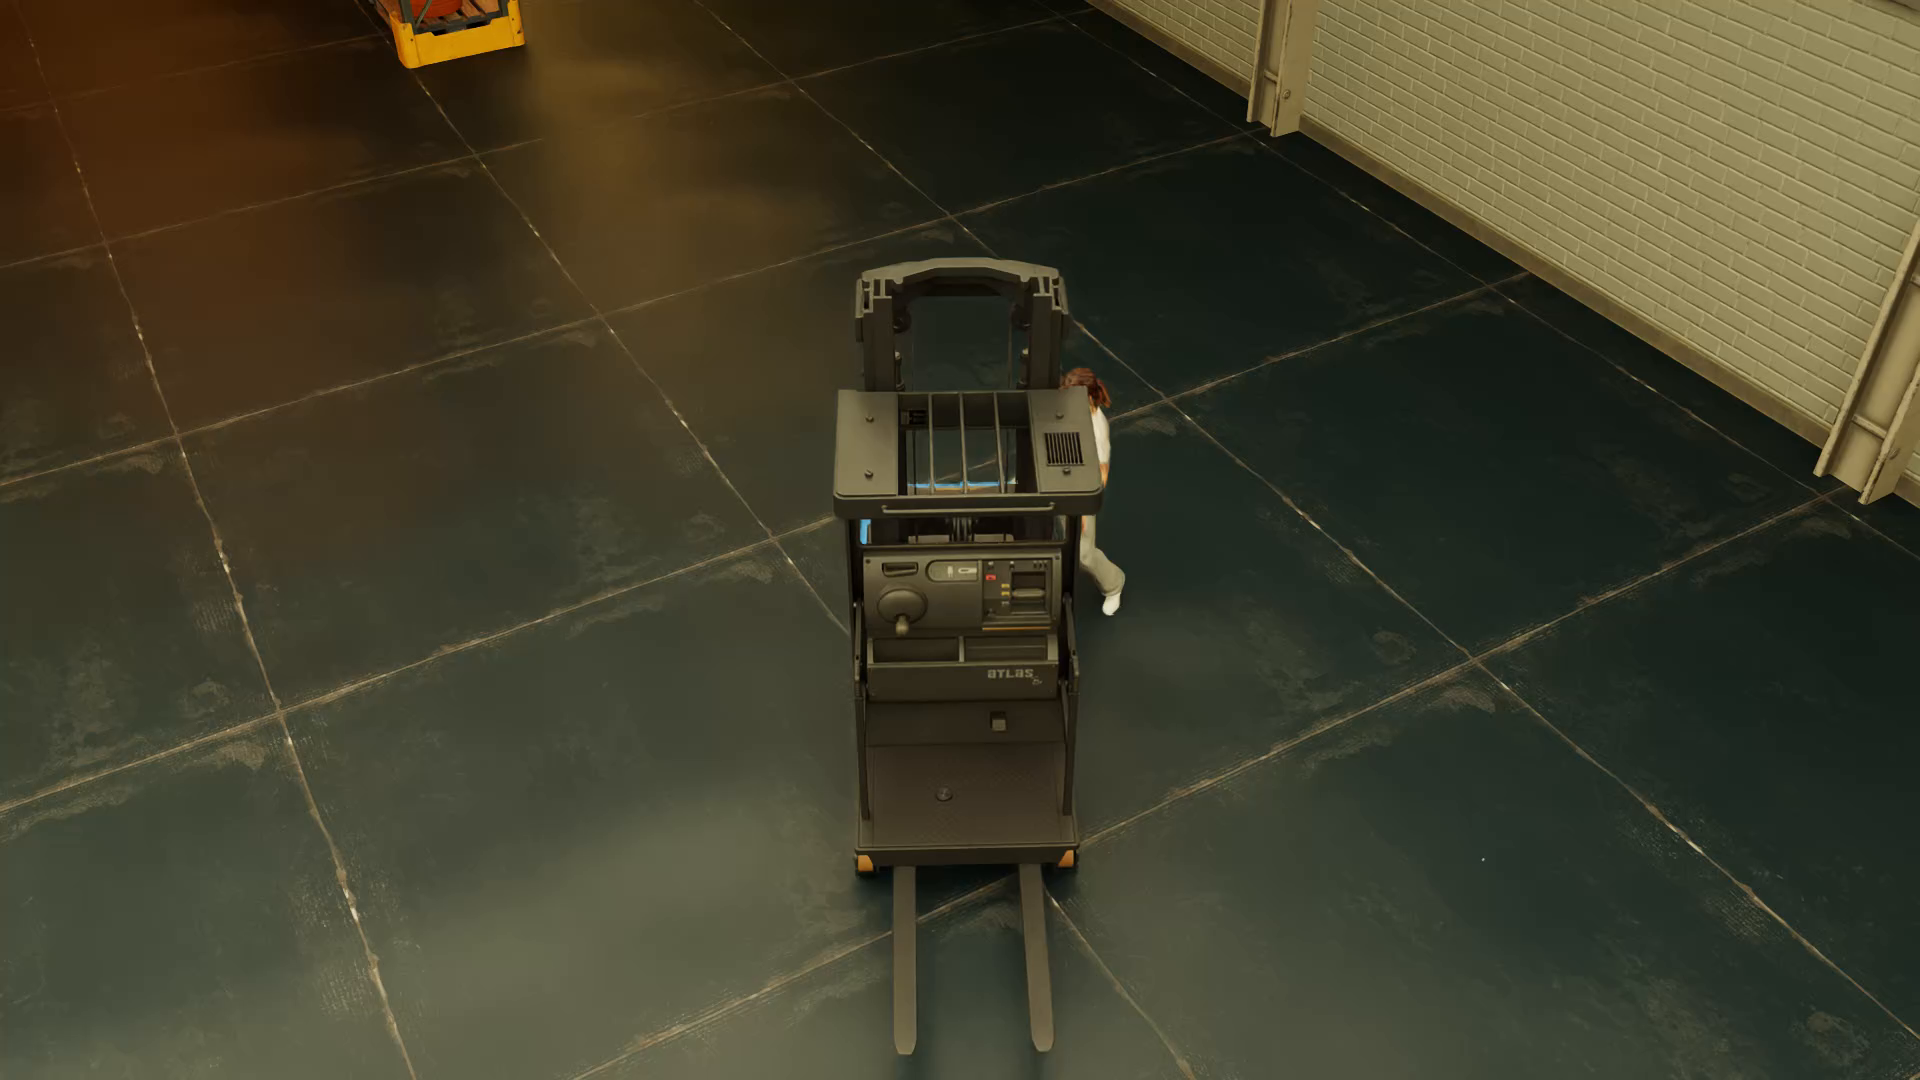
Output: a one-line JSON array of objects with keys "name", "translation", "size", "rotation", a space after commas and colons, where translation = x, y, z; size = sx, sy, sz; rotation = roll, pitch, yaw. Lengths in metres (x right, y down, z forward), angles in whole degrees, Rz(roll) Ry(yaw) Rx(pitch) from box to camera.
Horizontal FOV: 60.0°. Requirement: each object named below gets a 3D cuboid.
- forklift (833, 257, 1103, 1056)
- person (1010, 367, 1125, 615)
[{"name": "forklift", "translation": [0.022, 0.322, 7.648], "size": [1.130, 2.935, 3.031], "rotation": [-1, 40, -1]}, {"name": "person", "translation": [0.619, -0.335, 9.540], "size": [0.623, 1.565, 0.837], "rotation": [-16, 42, -19]}]
